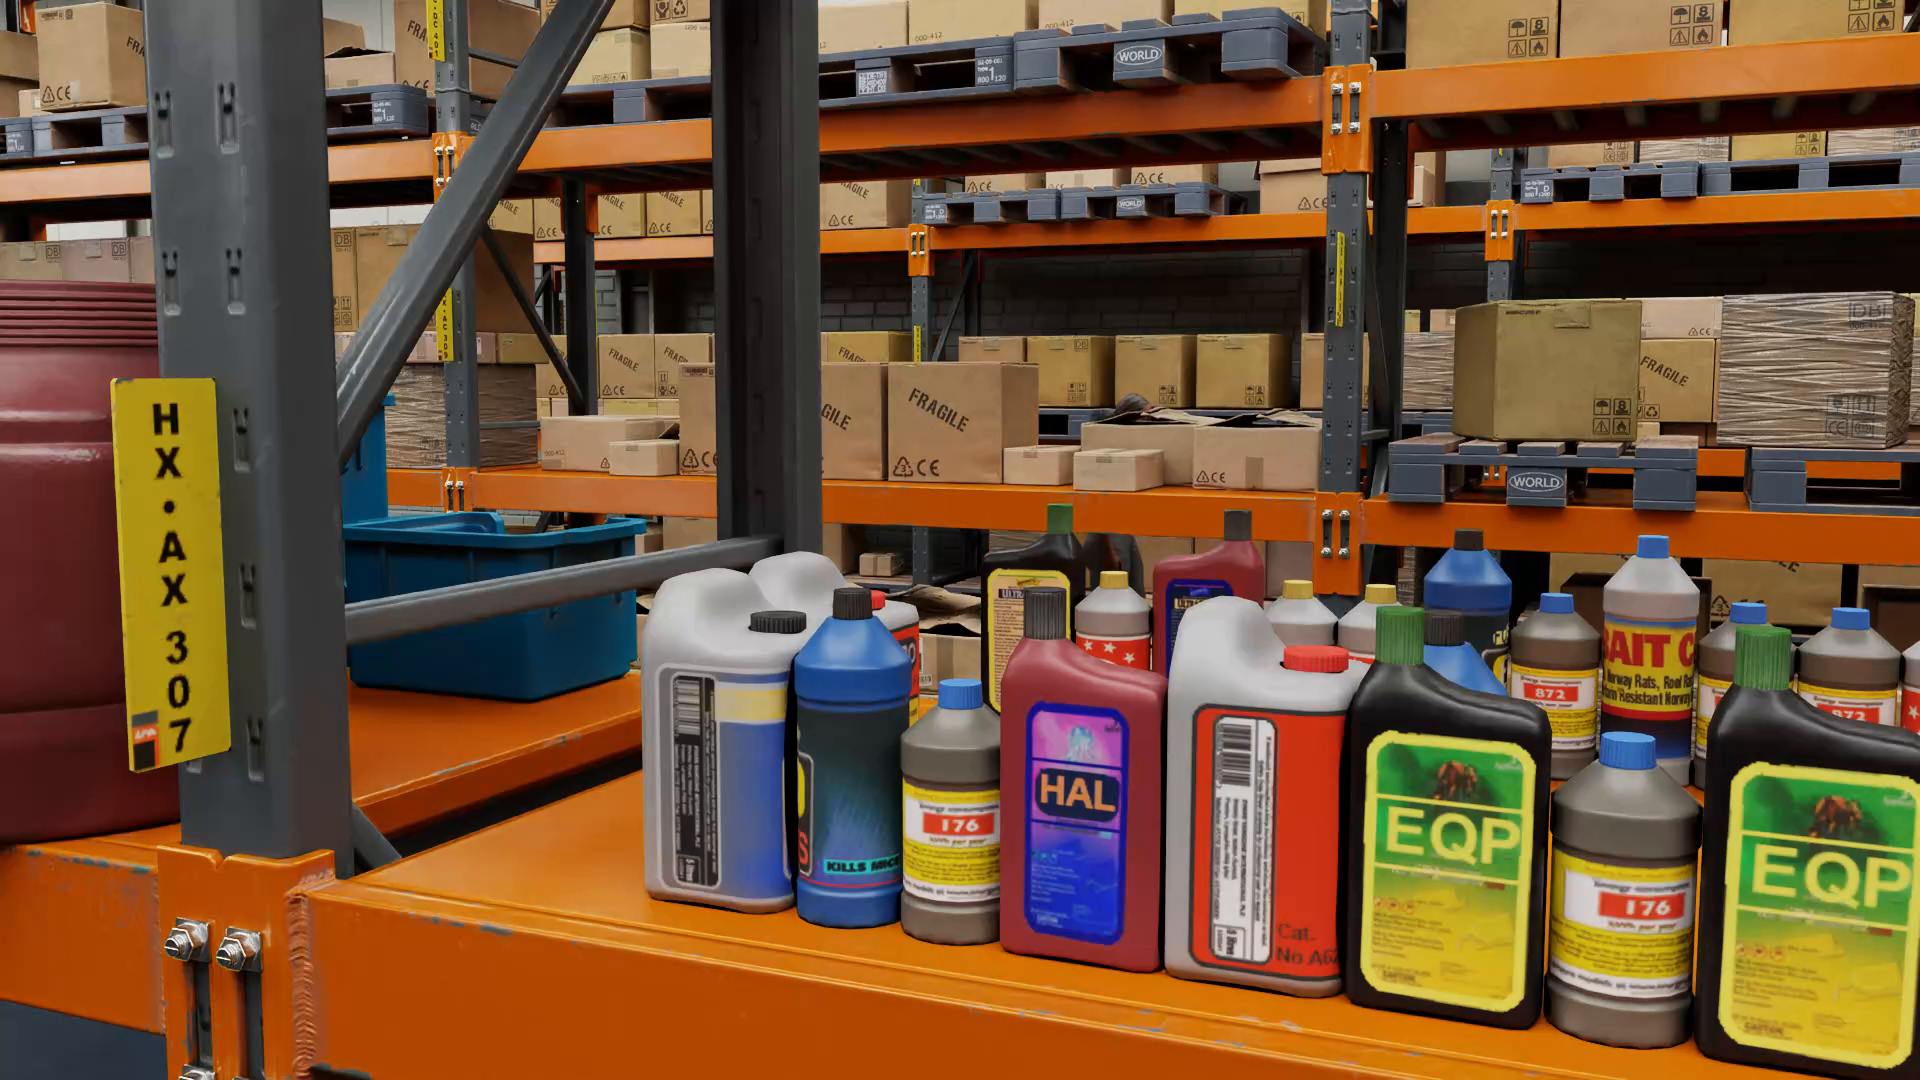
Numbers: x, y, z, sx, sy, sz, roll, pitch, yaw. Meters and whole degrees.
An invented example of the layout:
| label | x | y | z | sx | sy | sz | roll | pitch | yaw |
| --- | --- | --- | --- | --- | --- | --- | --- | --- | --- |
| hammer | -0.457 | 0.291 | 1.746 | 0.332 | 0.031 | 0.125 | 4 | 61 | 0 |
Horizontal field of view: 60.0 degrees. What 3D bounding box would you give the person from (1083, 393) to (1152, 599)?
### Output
| label | x | y | z | sx | sy | sz | roll | pitch | yaw |
| --- | --- | --- | --- | --- | --- | --- | --- | --- | --- |
| person | 0.858 | 0.056 | 8.751 | 0.402 | 1.653 | 0.521 | 2 | 6 | 20 |
